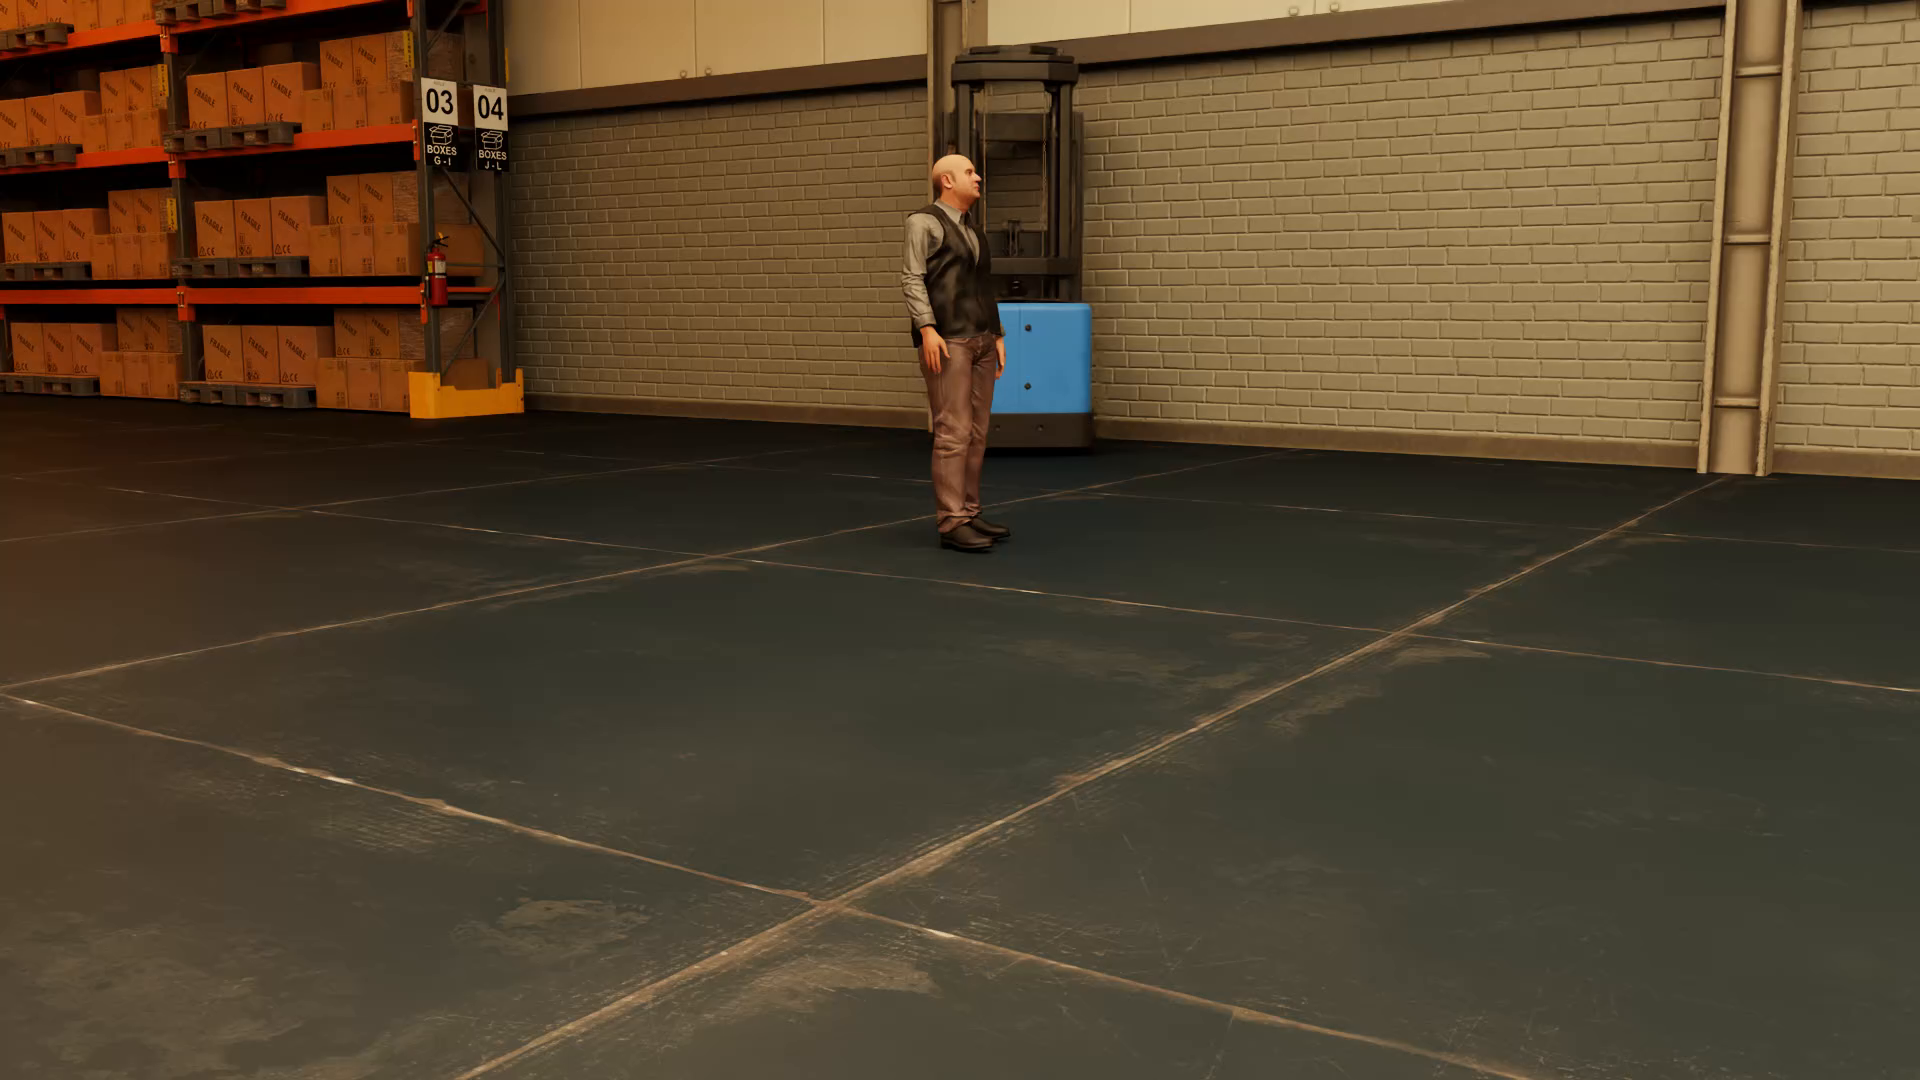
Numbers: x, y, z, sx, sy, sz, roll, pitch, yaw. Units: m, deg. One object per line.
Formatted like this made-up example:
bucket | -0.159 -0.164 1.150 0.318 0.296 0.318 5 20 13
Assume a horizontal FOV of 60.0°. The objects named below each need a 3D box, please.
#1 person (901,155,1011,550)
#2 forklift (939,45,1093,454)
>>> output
person | 0.047 -0.854 7.441 0.568 1.720 0.632 5 10 34
forklift | 0.387 -2.241 12.954 1.130 2.935 3.031 0 8 -1
